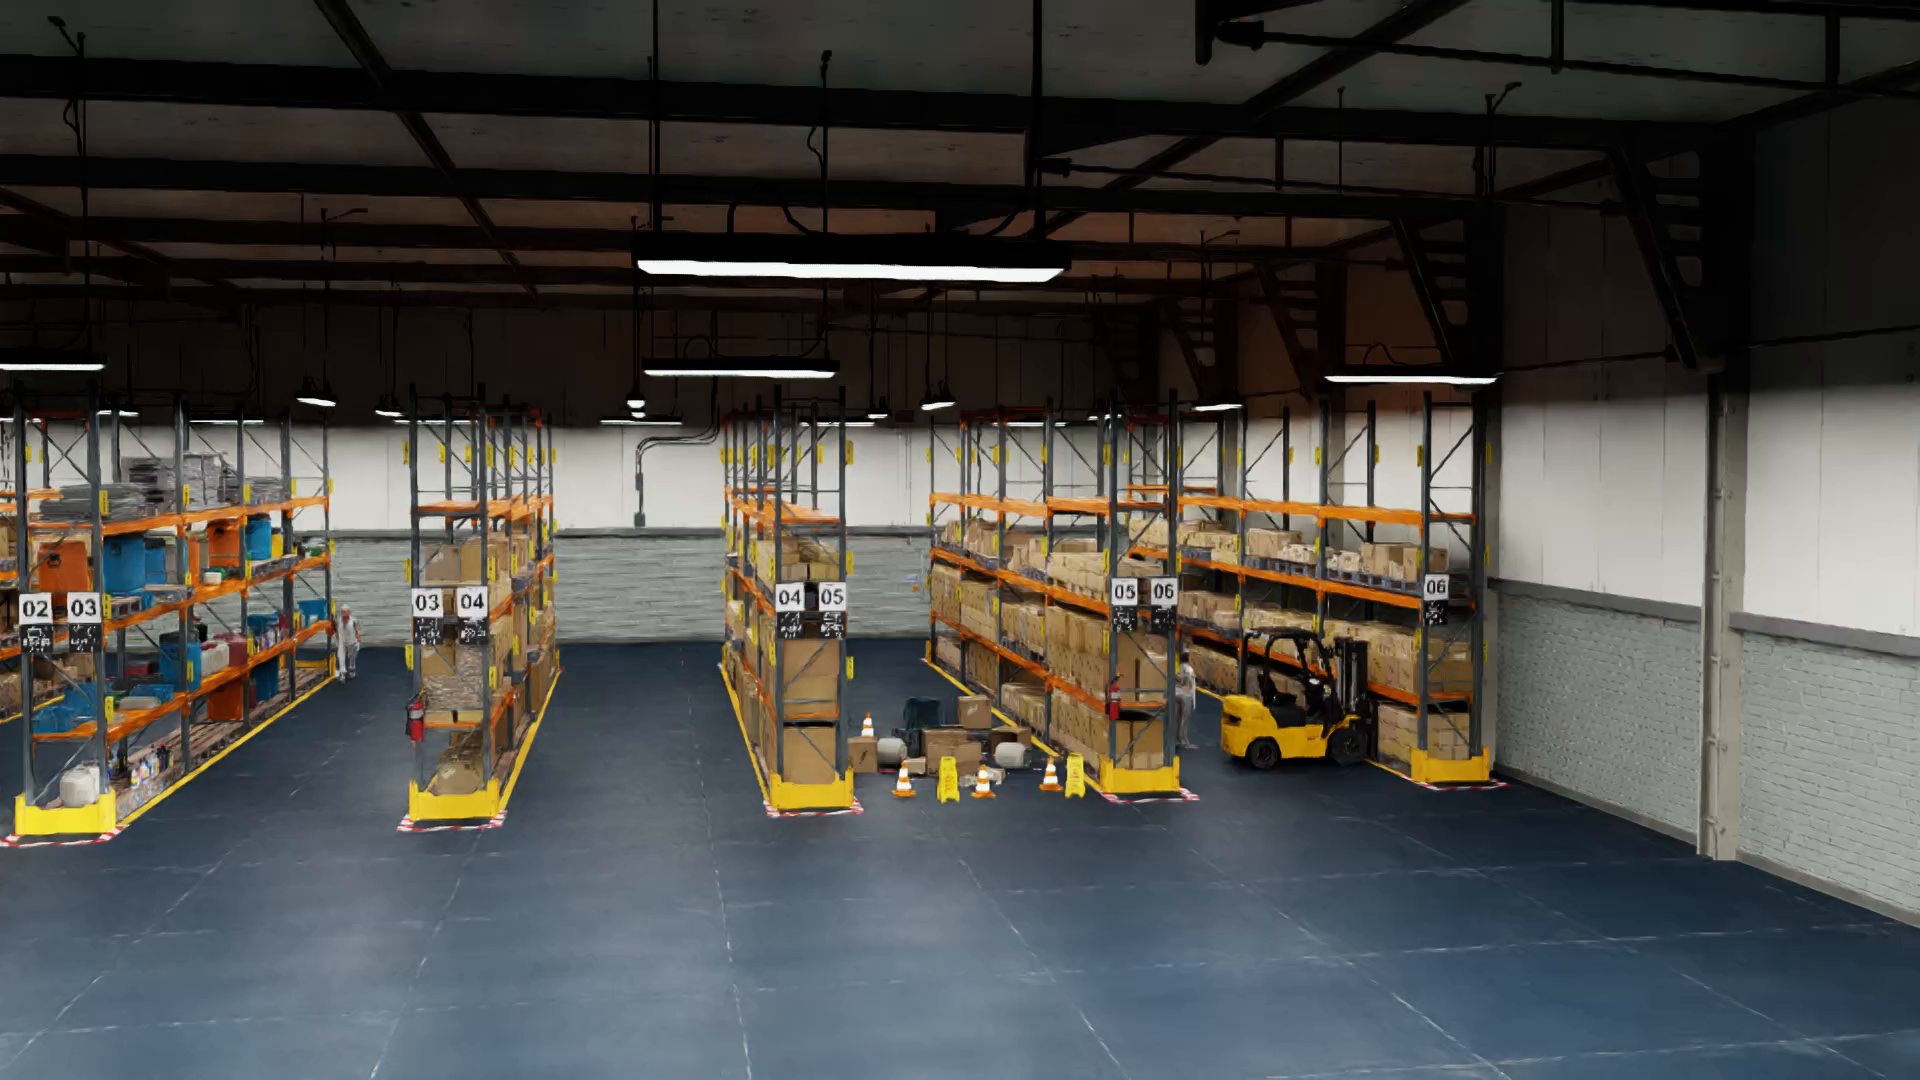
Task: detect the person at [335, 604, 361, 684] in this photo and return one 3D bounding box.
[{"bbox_3d":[-13.499,2.276,36.652,0.564,1.736,1.042,-1,3,-12],"label":"person"}]

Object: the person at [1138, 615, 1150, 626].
[{"bbox_3d":[4.639,1.945,42.723,0.399,1.767,0.643,-3,4,-43],"label":"person"}]

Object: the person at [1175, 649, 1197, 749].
[{"bbox_3d":[3.851,2.705,28.484,0.431,1.684,0.554,-2,4,-39],"label":"person"}]

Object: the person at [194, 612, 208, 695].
[{"bbox_3d":[-15.947,2.365,34.767,0.579,1.718,0.655,0,3,1],"label":"person"}]
